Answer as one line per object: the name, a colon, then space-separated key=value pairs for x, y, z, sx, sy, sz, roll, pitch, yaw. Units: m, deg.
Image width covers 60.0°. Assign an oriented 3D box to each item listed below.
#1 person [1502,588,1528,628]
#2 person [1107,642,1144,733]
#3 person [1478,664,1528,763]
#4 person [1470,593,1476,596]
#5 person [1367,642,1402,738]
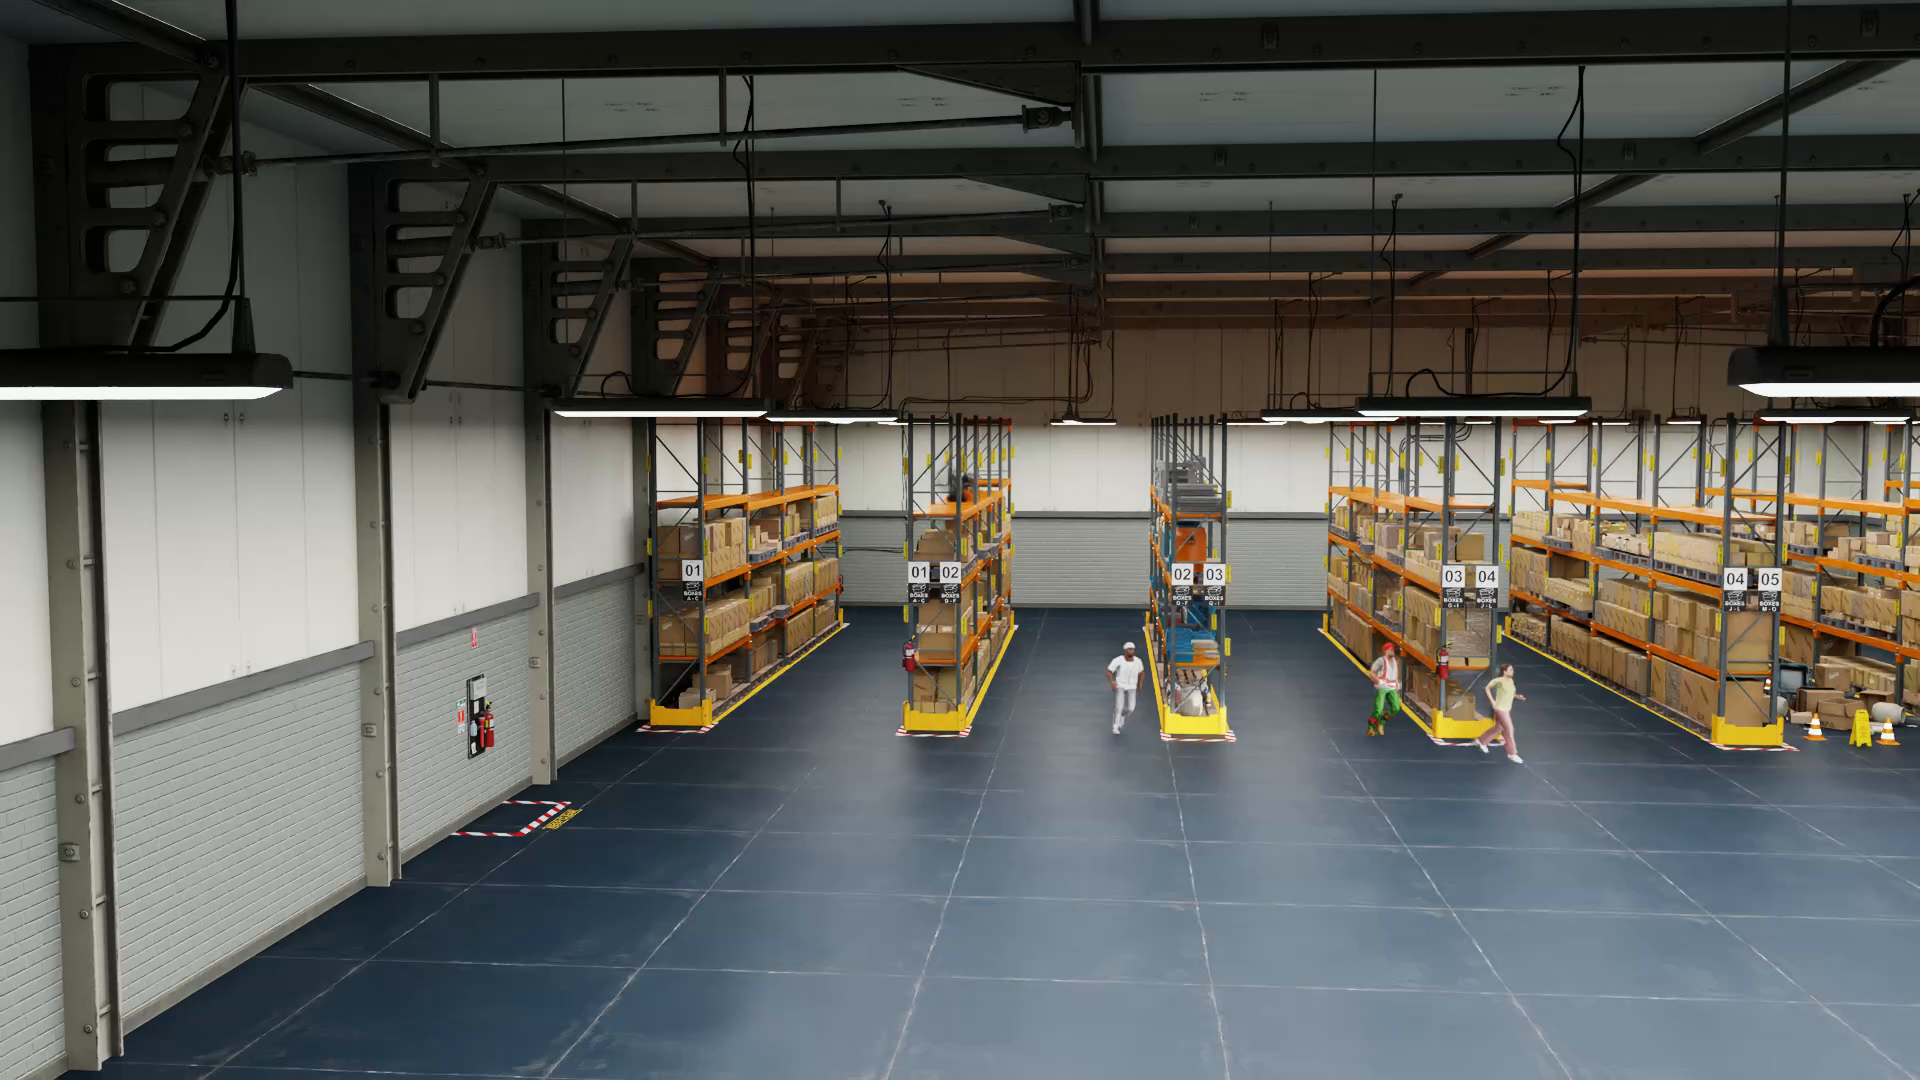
person: x=15.871 y=1.651 z=47.269 sx=0.985 sy=1.770 sz=0.717 roll=2 pitch=4 yaw=28
person: x=3.152 y=2.775 z=31.187 sx=0.764 sy=1.710 sz=0.513 roll=-1 pitch=4 yaw=-13
person: x=9.388 y=2.956 z=28.771 sx=0.547 sy=1.670 sz=0.958 roll=-3 pitch=5 yaw=-42
person: x=13.886 y=1.806 z=45.288 sx=0.676 sy=1.802 sz=0.906 roll=1 pitch=4 yaw=10
person: x=7.932 y=2.764 z=30.811 sx=0.692 sy=1.754 sz=0.657 roll=-1 pitch=4 yaw=-20
